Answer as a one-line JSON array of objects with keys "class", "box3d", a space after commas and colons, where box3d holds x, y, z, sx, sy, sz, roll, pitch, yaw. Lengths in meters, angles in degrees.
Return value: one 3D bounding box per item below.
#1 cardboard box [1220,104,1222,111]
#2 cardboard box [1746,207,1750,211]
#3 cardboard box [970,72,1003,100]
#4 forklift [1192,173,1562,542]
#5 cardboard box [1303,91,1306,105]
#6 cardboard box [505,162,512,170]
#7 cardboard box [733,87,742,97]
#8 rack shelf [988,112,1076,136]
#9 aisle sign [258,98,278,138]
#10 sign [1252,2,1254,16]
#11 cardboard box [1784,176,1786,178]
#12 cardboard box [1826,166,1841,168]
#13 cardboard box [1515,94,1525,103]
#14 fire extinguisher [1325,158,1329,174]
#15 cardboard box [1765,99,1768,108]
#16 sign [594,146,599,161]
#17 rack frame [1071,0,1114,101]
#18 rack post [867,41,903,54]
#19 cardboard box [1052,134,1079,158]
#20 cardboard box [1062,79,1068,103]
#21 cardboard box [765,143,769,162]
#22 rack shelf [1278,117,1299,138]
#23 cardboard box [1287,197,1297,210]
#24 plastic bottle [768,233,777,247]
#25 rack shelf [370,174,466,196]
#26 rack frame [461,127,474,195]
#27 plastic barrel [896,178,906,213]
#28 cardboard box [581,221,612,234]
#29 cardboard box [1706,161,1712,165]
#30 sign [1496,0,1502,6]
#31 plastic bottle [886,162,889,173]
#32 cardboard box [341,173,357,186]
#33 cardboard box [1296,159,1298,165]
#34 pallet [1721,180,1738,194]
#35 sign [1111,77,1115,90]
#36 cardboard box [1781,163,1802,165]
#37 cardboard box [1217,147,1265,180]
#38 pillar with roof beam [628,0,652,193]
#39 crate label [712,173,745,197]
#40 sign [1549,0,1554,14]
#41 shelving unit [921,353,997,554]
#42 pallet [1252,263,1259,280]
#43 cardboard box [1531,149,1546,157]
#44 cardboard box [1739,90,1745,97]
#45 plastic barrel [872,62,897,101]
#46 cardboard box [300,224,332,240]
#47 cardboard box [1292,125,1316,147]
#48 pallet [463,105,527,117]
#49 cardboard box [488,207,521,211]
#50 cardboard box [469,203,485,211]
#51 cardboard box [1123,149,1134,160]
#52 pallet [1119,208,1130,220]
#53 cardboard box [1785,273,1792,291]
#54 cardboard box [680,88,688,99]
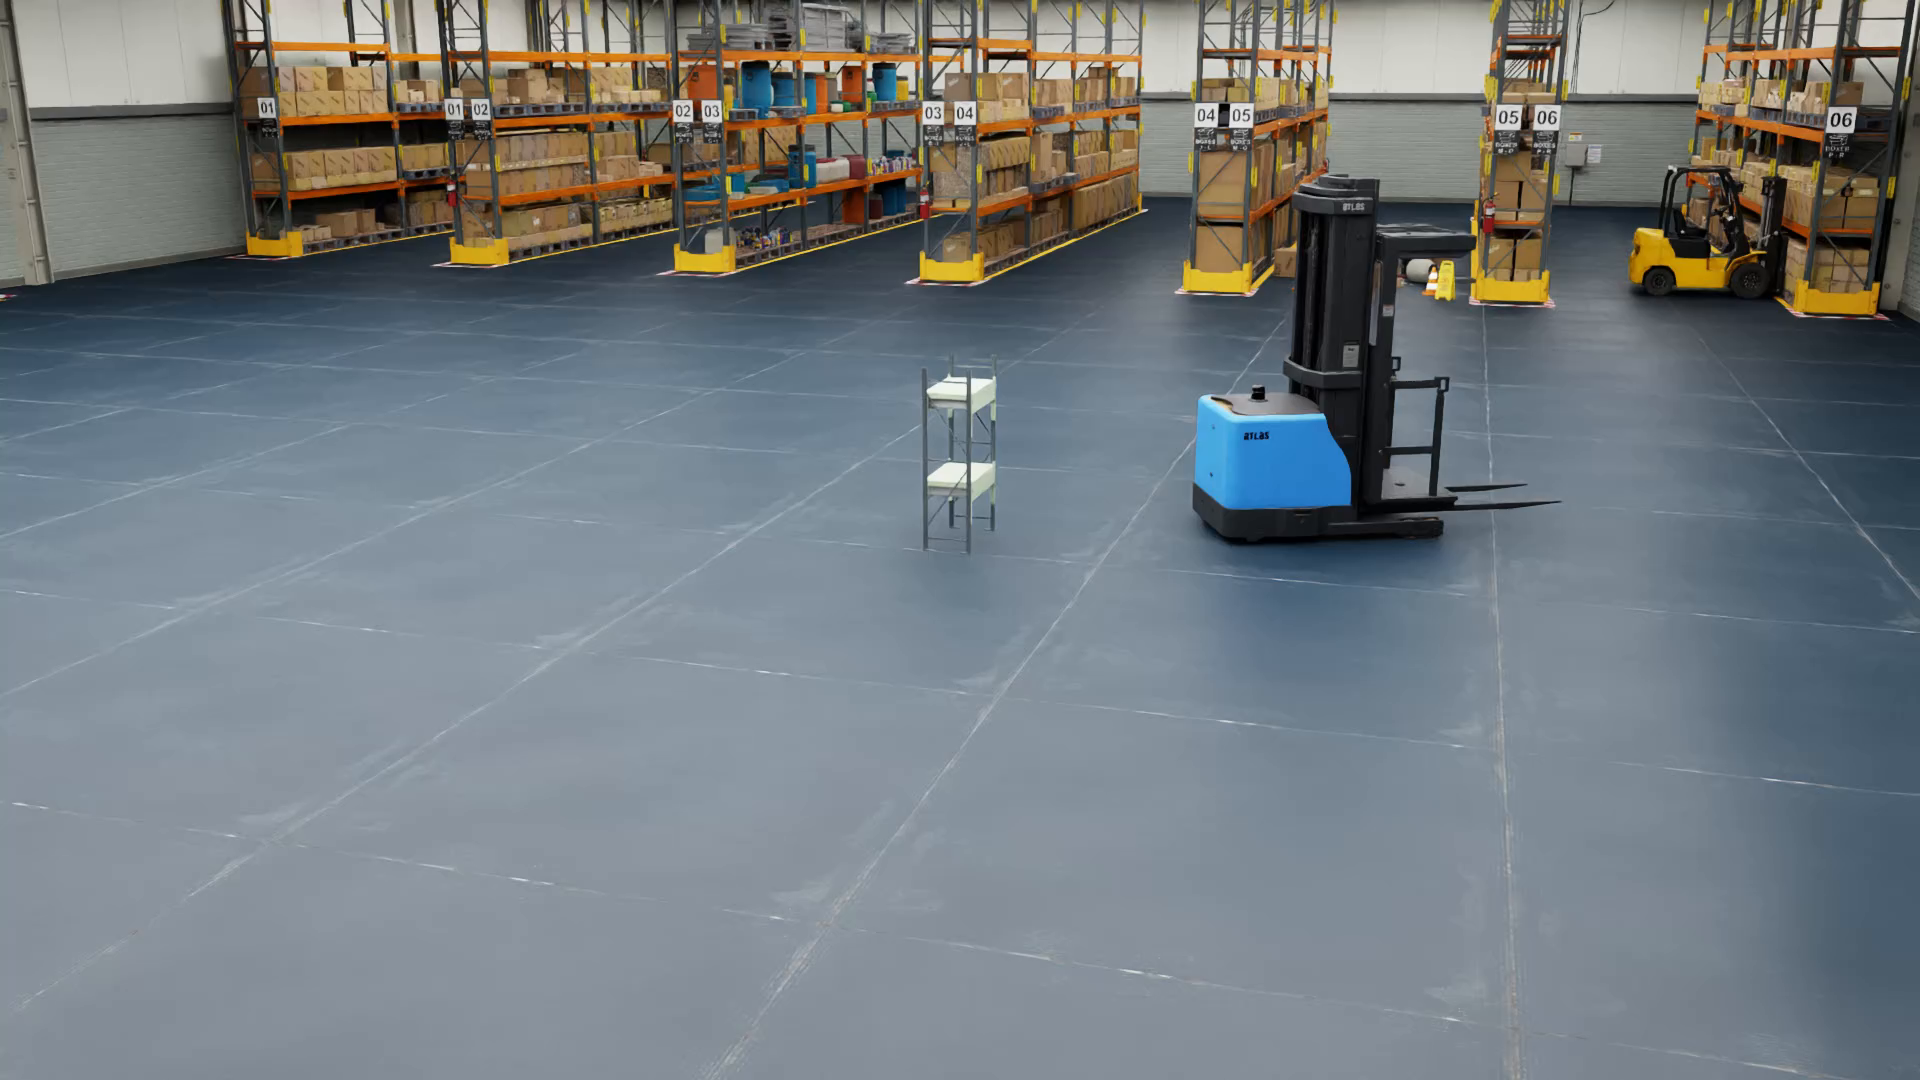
[{"class": "cardboard box", "box3d": [4.392, -7.616, 29.195, 0.380, 0.149, 0.250, 5, 17, 16]}, {"class": "cardboard box", "box3d": [17.359, -7.185, 36.288, 0.380, 0.149, 0.250, 5, 17, 17]}, {"class": "cardboard box", "box3d": [0.504, -8.518, 31.222, 0.500, 0.500, 0.500, 5, 16, 16]}, {"class": "forklift", "box3d": [3.591, -1.557, 13.946, 3.031, 2.935, 1.130, -2, 16, -8]}, {"class": "cardboard box", "box3d": [7.376, -9.709, 36.882, 0.500, 0.500, 0.500, 5, 16, 16]}, {"class": "cardboard box", "box3d": [-9.283, -7.560, 33.615, 0.380, 0.149, 0.250, 4, 16, 14]}, {"class": "cardboard box", "box3d": [-5.887, -11.904, 44.162, 0.500, 0.250, 0.500, 5, 16, 16]}, {"class": "rack shelf", "box3d": [1.528, -8.943, 35.682, 1.077, 0.370, 4.000, 5, 16, 16]}, {"class": "aisle sign", "box3d": [-14.157, -8.637, 34.018, 0.394, 0.787, 0.004, 5, 16, 16]}, {"class": "sign", "box3d": [6.300, -11.371, 35.571, 0.100, 0.325, 0.005, 5, 16, 16]}, {"class": "cardboard box", "box3d": [14.618, -6.270, 29.066, 0.380, 0.149, 0.250, 5, 17, 17]}, {"class": "cardboard box", "box3d": [15.420, -6.566, 29.565, 0.380, 0.149, 0.250, 5, 16, 16]}, {"class": "cardboard box", "box3d": [9.424, -7.520, 28.345, 0.380, 0.149, 0.250, 5, 17, 16]}, {"class": "fire extinguisher", "box3d": [9.611, -9.864, 43.935, 0.296, 0.674, 0.183, 5, 16, 16]}, {"class": "cardboard box", "box3d": [15.462, -8.255, 31.448, 0.380, 0.149, 0.250, 4, 16, 15]}, {"class": "sign", "box3d": [-8.005, -8.503, 36.580, 0.100, 0.325, 0.005, 5, 16, 16]}, {"class": "rack frame", "box3d": [3.233, -12.301, 40.708, 1.000, 3.000, 0.127, 5, 16, 16]}, {"class": "rack post", "box3d": [-1.969, -11.906, 40.229, 0.937, 0.300, 0.954, 7, 17, 22]}, {"class": "cardboard box", "box3d": [2.320, -9.090, 38.357, 0.797, 0.503, 0.637, 5, 17, 18]}, {"class": "cardboard box", "box3d": [2.065, -9.821, 36.362, 0.500, 0.500, 0.500, 5, 16, 16]}, {"class": "cardboard box", "box3d": [-5.571, -10.610, 45.555, 0.500, 0.500, 0.500, 5, 16, 16]}, {"class": "rack shelf", "box3d": [6.255, -8.531, 34.232, 1.077, 0.370, 4.000, 5, 16, 16]}, {"class": "cardboard box", "box3d": [7.395, -7.612, 37.607, 0.500, 0.250, 0.500, 4, 16, 15]}, {"class": "plastic bottle", "box3d": [-3.892, -6.240, 34.517, 0.152, 0.276, 0.135, 5, 17, 17]}, {"class": "rack shelf", "box3d": [-12.719, -8.652, 40.154, 1.077, 0.370, 4.000, 5, 16, 16]}, {"class": "rack frame", "box3d": [-12.151, -9.521, 41.900, 1.000, 3.000, 0.127, 5, 16, 16]}, {"class": "plastic barrel", "box3d": [-1.687, -8.851, 42.613, 0.600, 0.901, 0.708, 5, 16, 16]}, {"class": "cardboard box", "box3d": [-8.185, -7.057, 37.482, 0.500, 0.250, 0.500, 4, 16, 15]}, {"class": "cardboard box", "box3d": [17.534, -8.618, 38.446, 0.500, 0.250, 0.500, 5, 16, 16]}, {"class": "sign", "box3d": [9.927, -10.007, 30.617, 0.100, 0.325, 0.005, 5, 16, 16]}, {"class": "plastic bottle", "box3d": [-1.825, -9.144, 40.798, 0.152, 0.276, 0.135, 5, 16, 16]}, {"class": "cardboard box", "box3d": [-13.551, -7.870, 36.319, 0.500, 0.250, 0.500, 5, 17, 16]}, {"class": "cardboard box", "box3d": [7.444, -8.565, 37.676, 0.380, 0.149, 0.250, 5, 16, 16]}, {"class": "pallet", "box3d": [16.483, -7.307, 34.445, 1.213, 0.211, 1.003, 5, 16, 16]}, {"class": "sign", "box3d": [3.756, -11.219, 40.865, 0.100, 0.325, 0.005, 5, 16, 16]}, {"class": "cardboard box", "box3d": [16.492, -7.399, 33.045, 0.380, 0.149, 0.250, 5, 17, 17]}, {"class": "cardboard box", "box3d": [5.050, -6.837, 30.185, 0.875, 0.550, 0.550, 5, 16, 16]}, {"class": "pillar with roof beam", "box3d": [-5.812, -14.940, 50.011, 9.100, 9.000, 0.400, 5, 16, 16]}, {"class": "crate label", "box3d": [-4.662, -7.179, 33.579, 0.502, 0.435, 0.616, 5, 16, 16]}, {"class": "sign", "box3d": [12.121, -10.934, 34.032, 0.100, 0.325, 0.005, 5, 16, 16]}, {"class": "shelving unit", "box3d": [-0.002, -0.720, 13.619, 0.431, 1.500, 0.755, 5, 16, 16]}, {"class": "pallet", "box3d": [5.050, -5.057, 31.270, 1.003, 0.211, 1.213, 5, 16, 16]}, {"class": "cardboard box", "box3d": [10.934, -7.355, 31.576, 0.380, 0.149, 0.250, 5, 16, 16]}, {"class": "cardboard box", "box3d": [16.471, -9.308, 34.652, 0.380, 0.149, 0.250, 4, 16, 15]}, {"class": "plastic barrel", "box3d": [-1.854, -11.227, 40.730, 0.600, 0.901, 0.708, 5, 16, 16]}, {"class": "cardboard box", "box3d": [-13.979, -6.669, 35.967, 0.500, 0.311, 0.500, 6, 17, 20]}, {"class": "cardboard box", "box3d": [8.322, -9.776, 40.237, 0.500, 0.500, 0.500, 5, 17, 17]}, {"class": "pallet", "box3d": [-9.448, -8.629, 33.418, 1.003, 0.211, 1.213, 5, 16, 16]}, {"class": "cardboard box", "box3d": [-9.537, -6.711, 34.888, 0.500, 0.500, 0.500, 5, 16, 16]}, {"class": "cardboard box", "box3d": [-12.306, -8.338, 41.503, 0.700, 0.500, 0.500, 5, 17, 17]}, {"class": "cardboard box", "box3d": [4.342, -10.253, 44.209, 0.500, 0.250, 0.500, 4, 16, 15]}, {"class": "pallet", "box3d": [3.869, -8.587, 43.716, 1.003, 0.211, 1.213, 5, 16, 16]}, {"class": "cardboard box", "box3d": [14.065, -4.279, 27.689, 0.500, 0.250, 0.500, 5, 16, 16]}, {"class": "cardboard box", "box3d": [-7.164, -10.879, 41.008, 0.910, 0.500, 0.500, 5, 16, 16]}]
